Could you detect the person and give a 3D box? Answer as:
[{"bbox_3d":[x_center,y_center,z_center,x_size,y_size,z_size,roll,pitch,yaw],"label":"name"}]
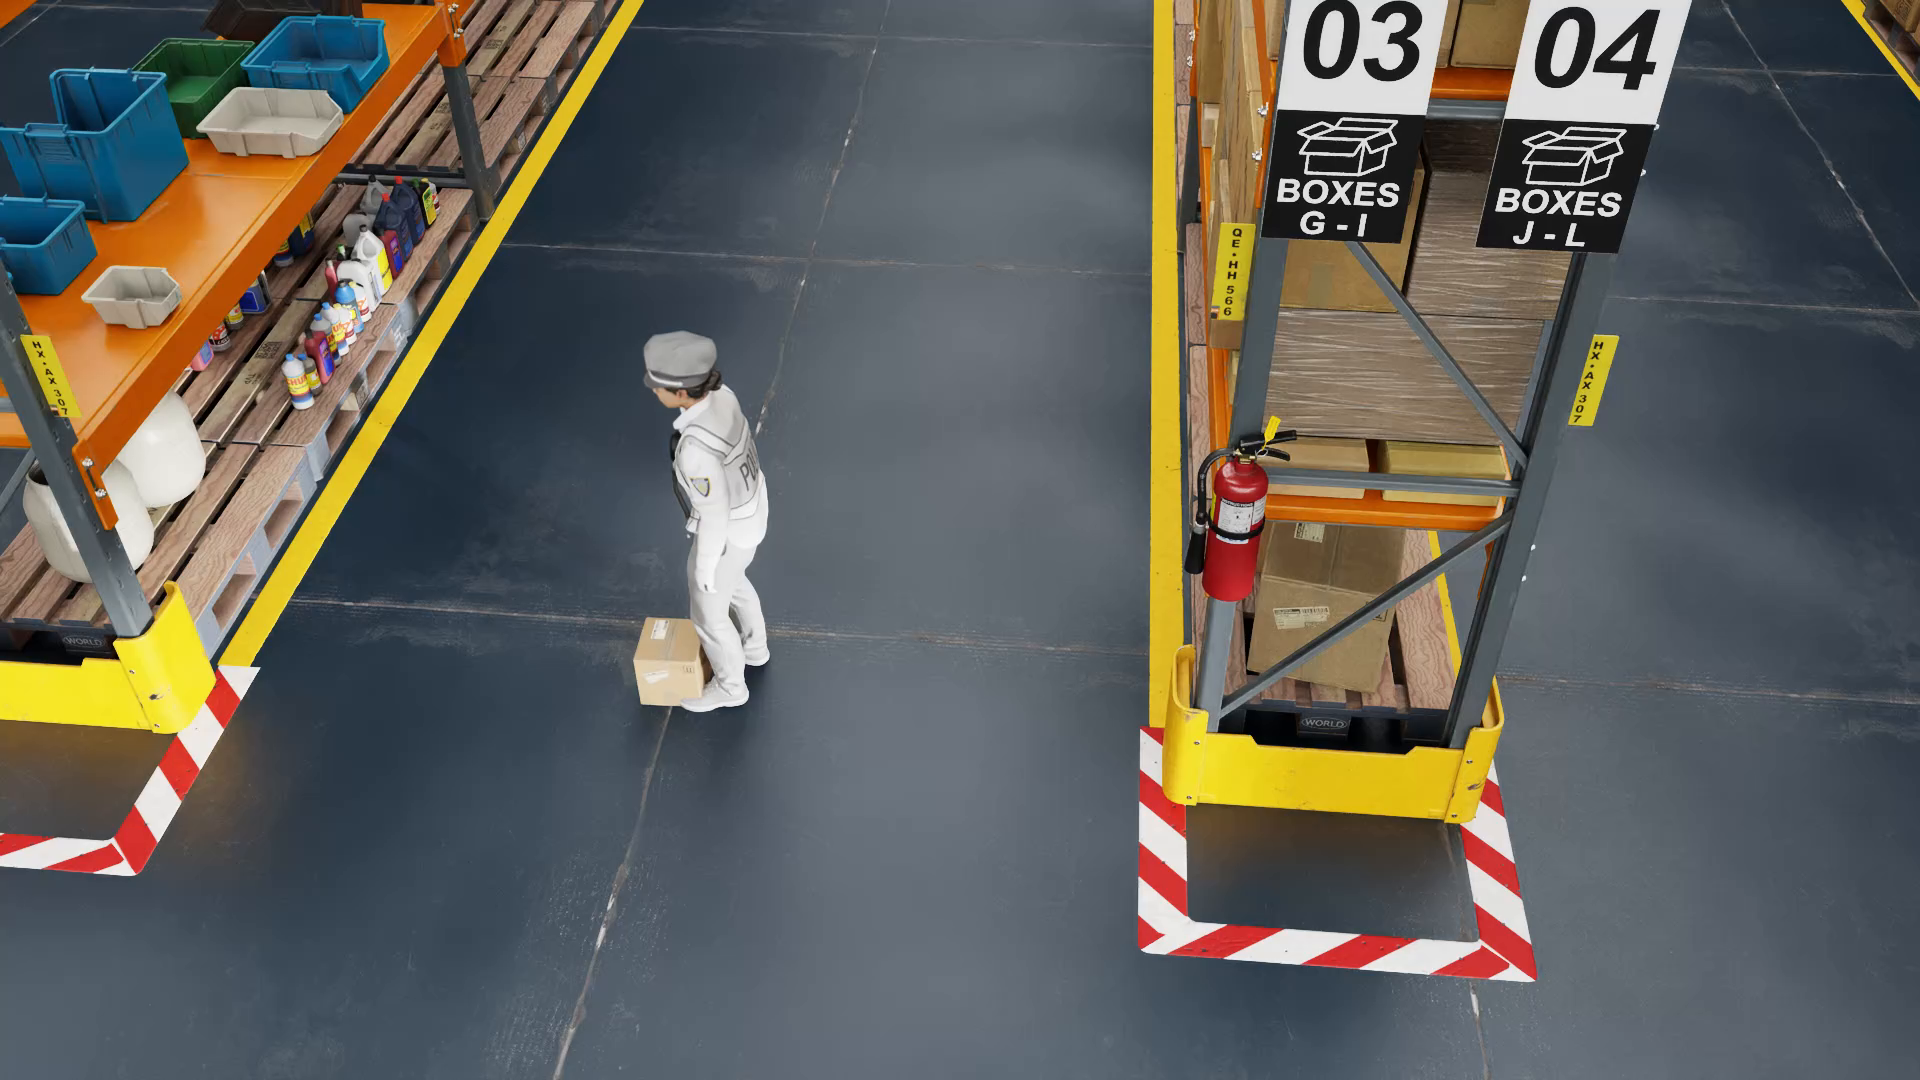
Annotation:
[{"bbox_3d":[-0.923,-0.039,6.201,0.414,1.662,0.528,2,40,2],"label":"person"}]
